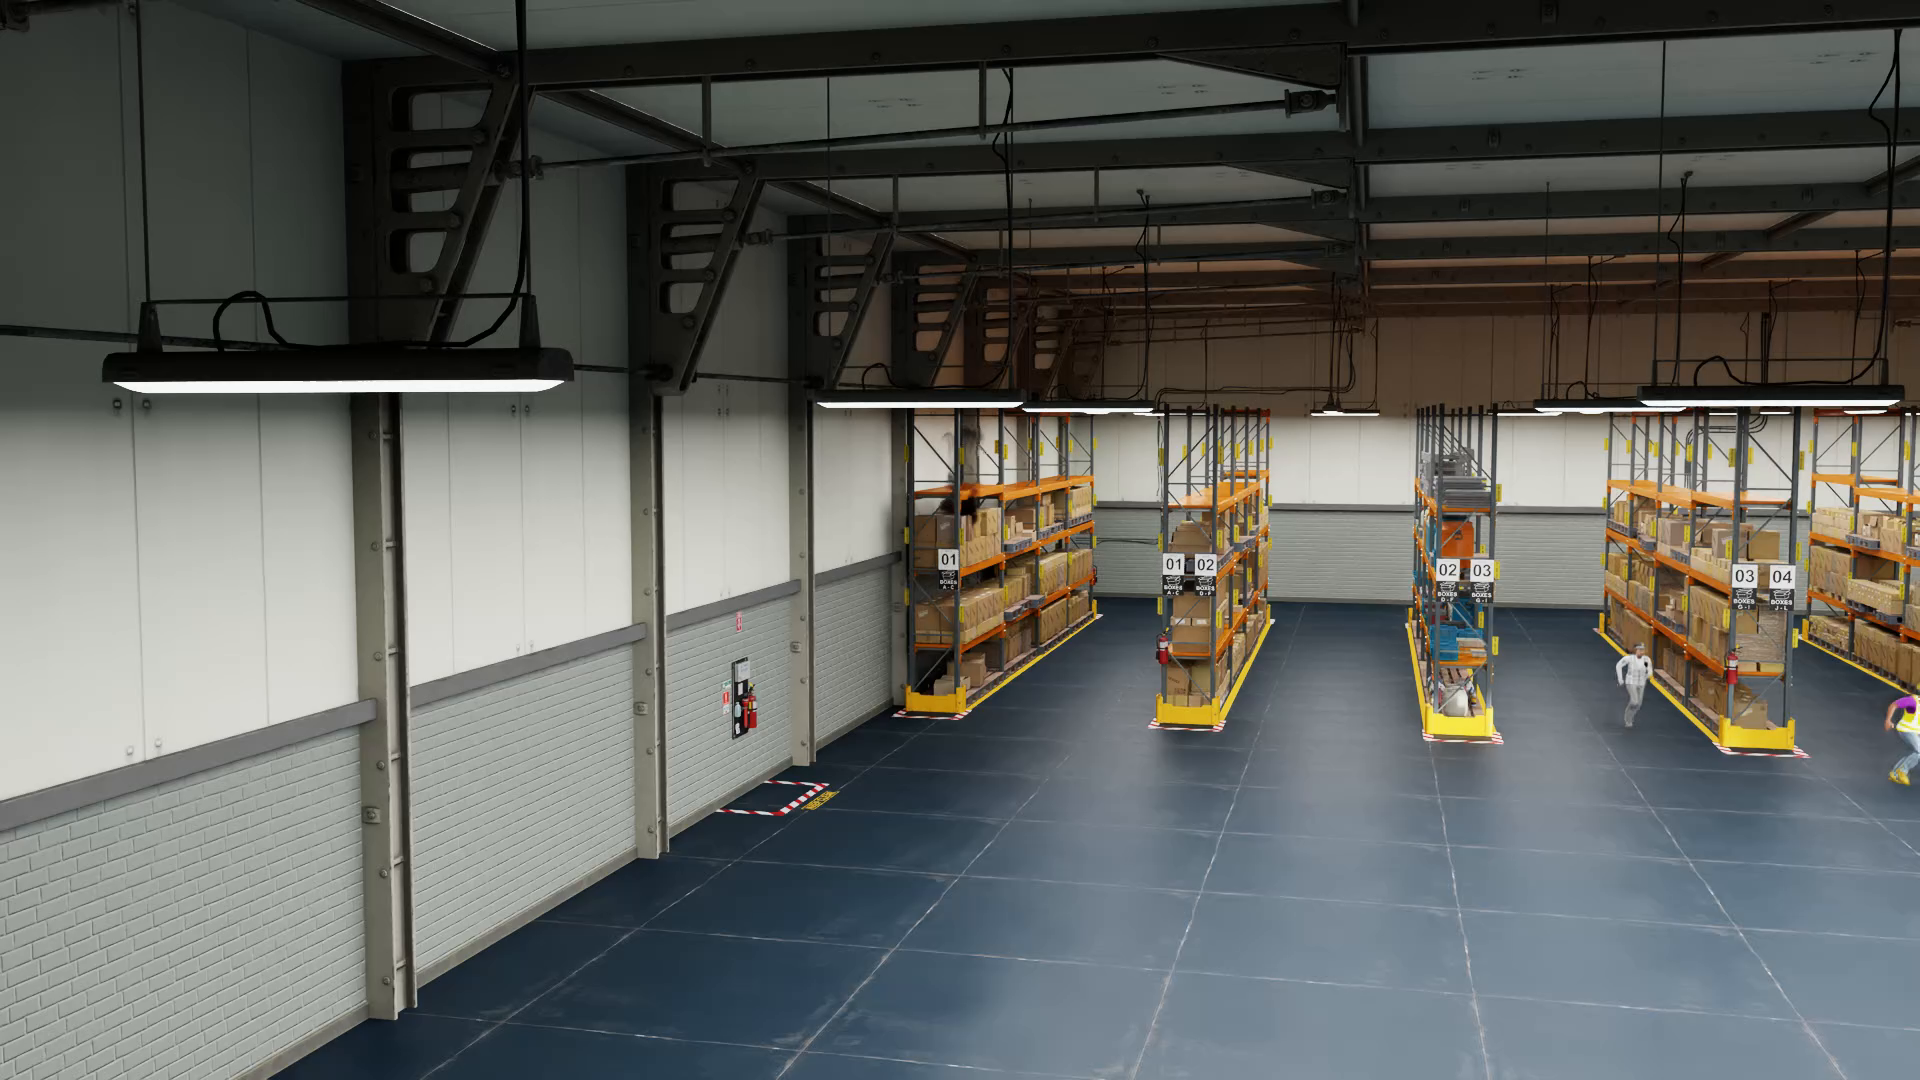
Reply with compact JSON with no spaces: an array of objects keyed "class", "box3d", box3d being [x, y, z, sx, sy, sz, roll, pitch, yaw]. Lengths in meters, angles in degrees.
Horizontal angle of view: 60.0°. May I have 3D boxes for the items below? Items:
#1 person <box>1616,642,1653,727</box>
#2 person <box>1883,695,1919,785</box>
[{"class":"person","box3d":[12.448,2.666,30.604,0.573,1.607,0.683,0,4,-4]},{"class":"person","box3d":[14.924,3.035,25.978,0.774,1.654,0.805,-2,5,-28]}]
